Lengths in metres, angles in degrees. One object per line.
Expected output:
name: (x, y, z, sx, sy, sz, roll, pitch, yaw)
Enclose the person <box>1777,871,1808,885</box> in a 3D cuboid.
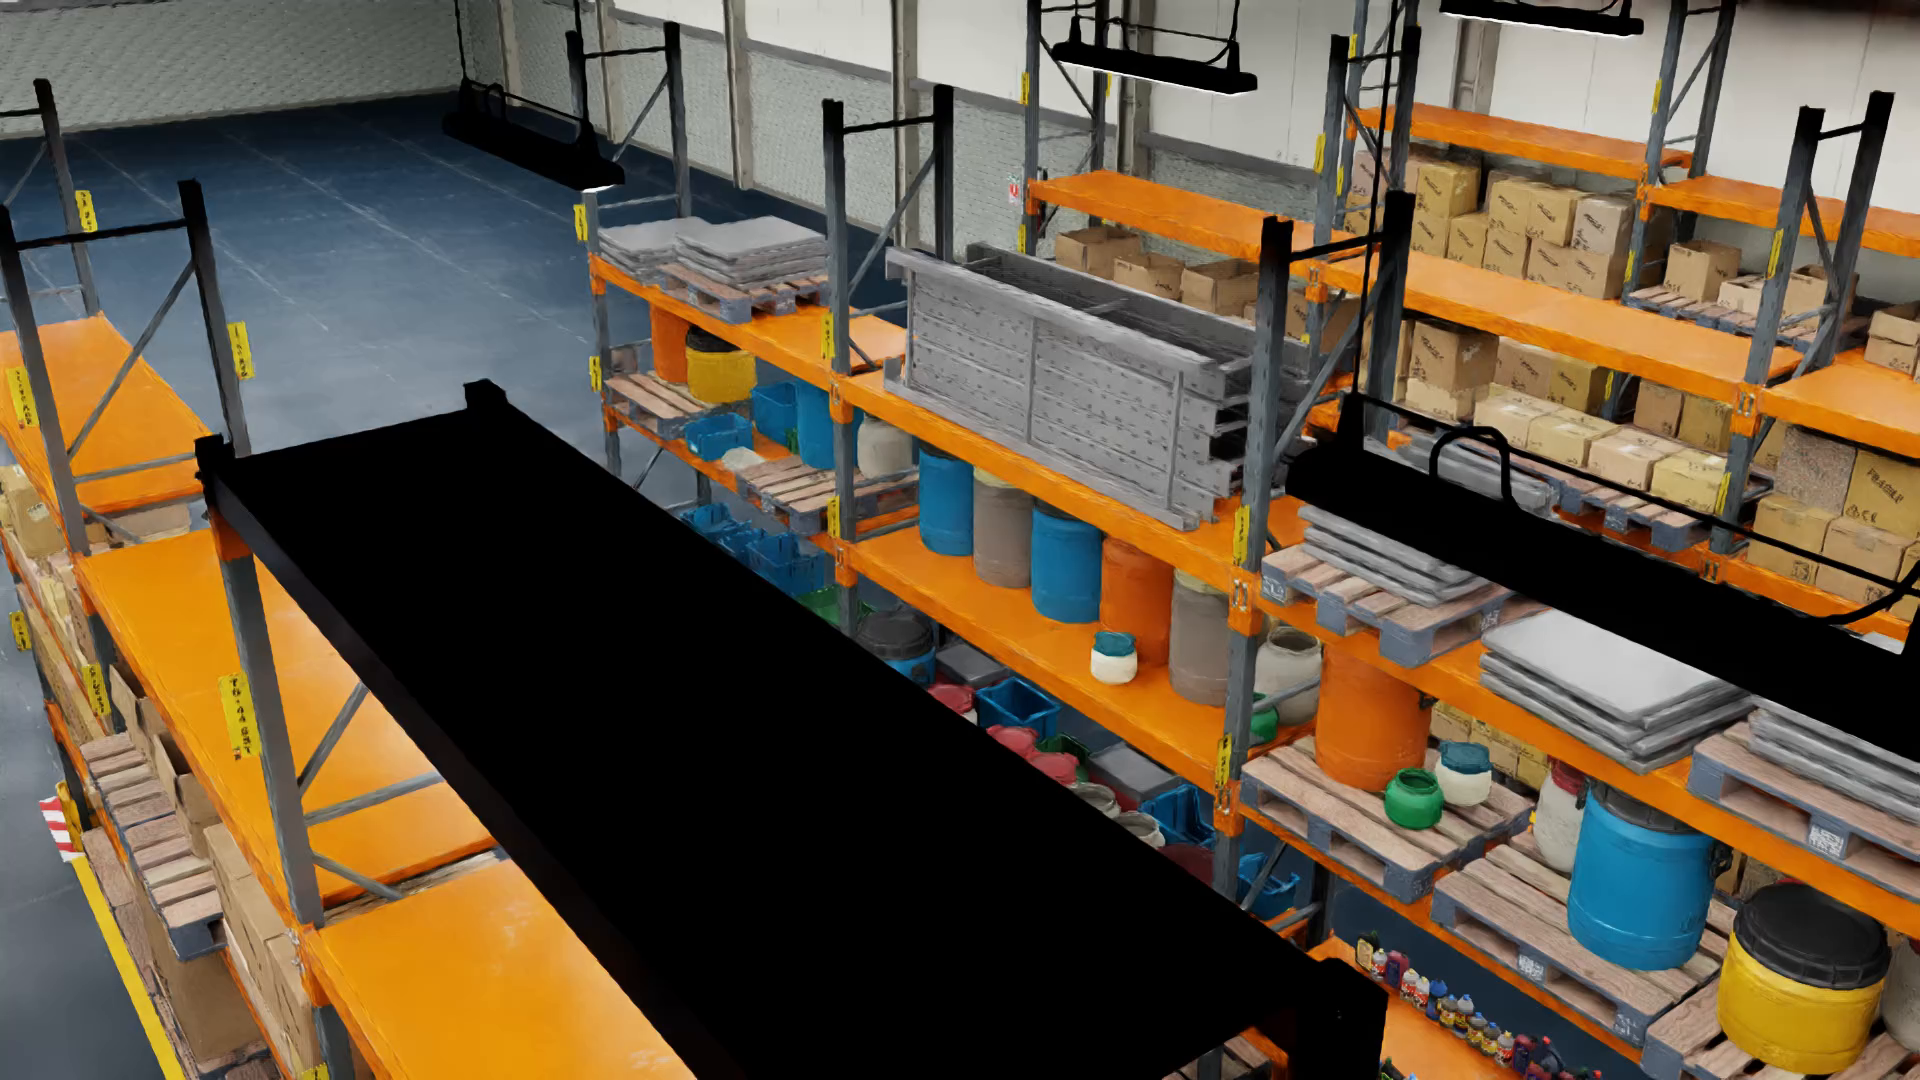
person: (5.471, 2.743, 11.050, 0.540, 1.646, 1.130, -19, 31, -35)
